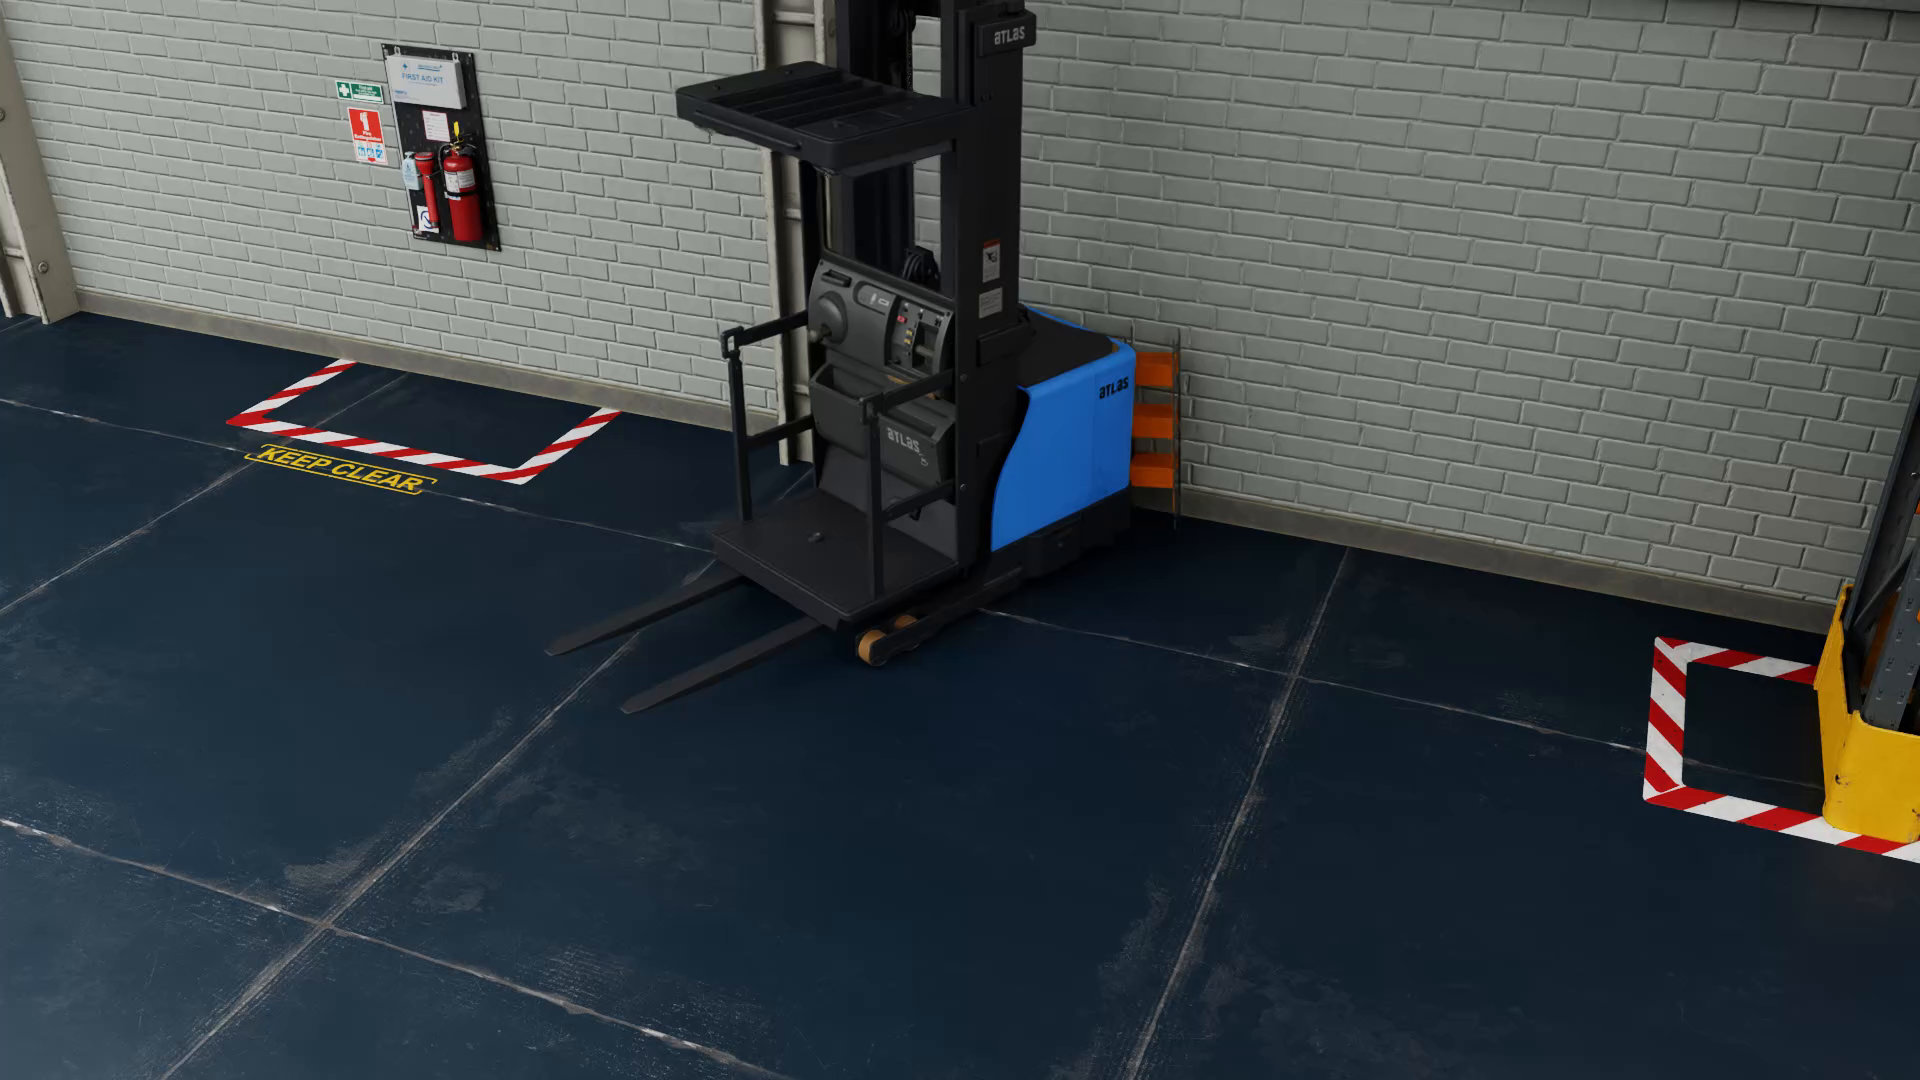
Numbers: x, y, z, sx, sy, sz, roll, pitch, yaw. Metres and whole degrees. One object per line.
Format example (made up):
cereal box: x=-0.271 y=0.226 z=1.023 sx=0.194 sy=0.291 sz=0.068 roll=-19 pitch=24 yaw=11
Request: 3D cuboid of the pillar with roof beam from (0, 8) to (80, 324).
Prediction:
pillar with roof beam: x=-7.969 y=-3.533 z=5.856 sx=0.400 sy=9.000 sz=9.100 roll=11 pitch=31 yaw=19

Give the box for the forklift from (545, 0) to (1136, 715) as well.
forklift: x=-0.525 y=-0.979 z=7.503 sx=3.031 sy=2.935 sz=1.130 roll=-25 pitch=38 yaw=-37

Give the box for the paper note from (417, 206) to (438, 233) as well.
paper note: x=-3.205 y=-1.930 z=10.011 sx=0.142 sy=0.148 sz=0.016 roll=11 pitch=31 yaw=19

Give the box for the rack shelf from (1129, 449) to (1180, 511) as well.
rack shelf: x=1.029 y=-0.320 z=8.803 sx=0.240 sy=0.259 sz=0.215 roll=4 pitch=26 yaw=16

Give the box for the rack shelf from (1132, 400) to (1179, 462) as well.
rack shelf: x=1.012 y=-0.571 z=8.685 sx=0.240 sy=0.259 sz=0.215 roll=4 pitch=26 yaw=16

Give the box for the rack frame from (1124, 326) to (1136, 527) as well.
rack frame: x=0.894 y=-0.588 z=8.714 sx=0.008 sy=1.050 sz=0.200 roll=4 pitch=26 yaw=16

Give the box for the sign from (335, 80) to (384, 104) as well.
sign: x=-3.539 y=-2.640 z=9.797 sx=0.331 sy=0.109 sz=0.001 roll=11 pitch=31 yaw=19

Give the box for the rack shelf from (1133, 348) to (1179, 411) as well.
rack shelf: x=0.994 y=-0.827 z=8.565 sx=0.240 sy=0.259 sz=0.215 roll=4 pitch=26 yaw=16

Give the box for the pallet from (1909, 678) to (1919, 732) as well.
pallet: x=4.605 y=0.995 z=6.776 sx=1.213 sy=0.211 sz=1.003 roll=11 pitch=31 yaw=19

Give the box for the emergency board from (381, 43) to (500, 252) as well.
emergency board: x=-3.067 y=-2.249 z=9.681 sx=0.643 sy=1.169 sz=0.194 roll=11 pitch=31 yaw=19

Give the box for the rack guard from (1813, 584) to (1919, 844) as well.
rack guard: x=3.865 y=0.703 z=6.999 sx=0.348 sy=0.500 sz=1.175 roll=11 pitch=31 yaw=19

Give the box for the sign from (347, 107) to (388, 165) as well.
sign: x=-3.540 y=-2.414 z=9.936 sx=0.234 sy=0.329 sz=0.001 roll=11 pitch=31 yaw=19

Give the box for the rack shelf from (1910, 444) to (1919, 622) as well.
rack shelf: x=5.648 y=0.283 z=5.931 sx=4.000 sy=0.370 sz=1.077 roll=11 pitch=31 yaw=19

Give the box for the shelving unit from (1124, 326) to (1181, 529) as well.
shelving unit: x=1.011 y=-0.580 z=8.681 sx=0.252 sy=1.050 sz=0.215 roll=4 pitch=26 yaw=16

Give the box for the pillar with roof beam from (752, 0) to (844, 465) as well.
pillar with roof beam: x=-2.410 y=-2.423 z=3.892 sx=0.400 sy=9.000 sz=9.100 roll=11 pitch=31 yaw=19

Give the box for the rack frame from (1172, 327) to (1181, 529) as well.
rack frame: x=1.128 y=-0.573 z=8.648 sx=0.008 sy=1.050 sz=0.200 roll=4 pitch=26 yaw=16

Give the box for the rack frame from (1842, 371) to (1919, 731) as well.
rack frame: x=3.795 y=-0.400 z=6.409 sx=0.127 sy=3.000 sz=1.000 roll=11 pitch=31 yaw=19
